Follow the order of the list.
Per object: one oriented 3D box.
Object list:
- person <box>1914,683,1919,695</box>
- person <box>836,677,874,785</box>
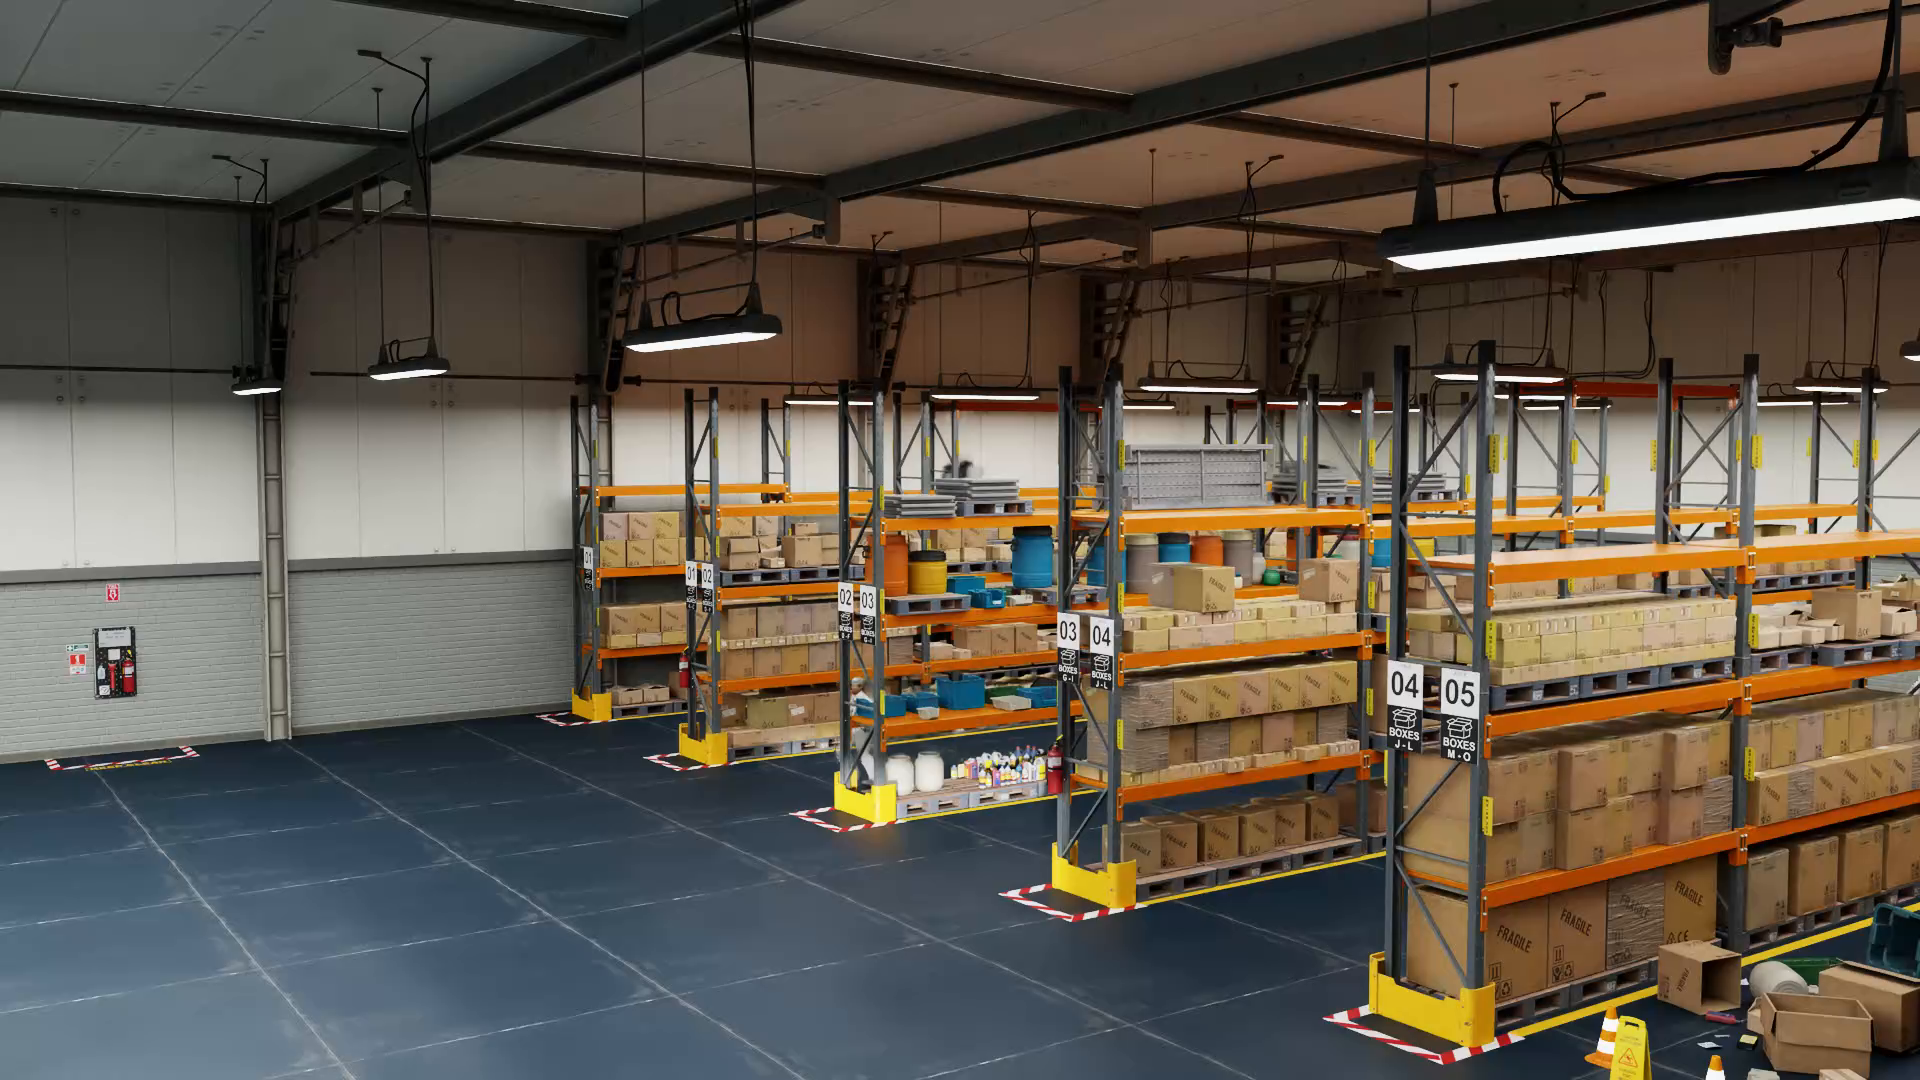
[{"bbox_3d":[15.296,2.779,26.158,0.647,1.650,0.490,2,4,25],"label":"person"},{"bbox_3d":[-1.516,2.875,24.628,0.728,1.719,0.572,-3,4,-39],"label":"person"}]
